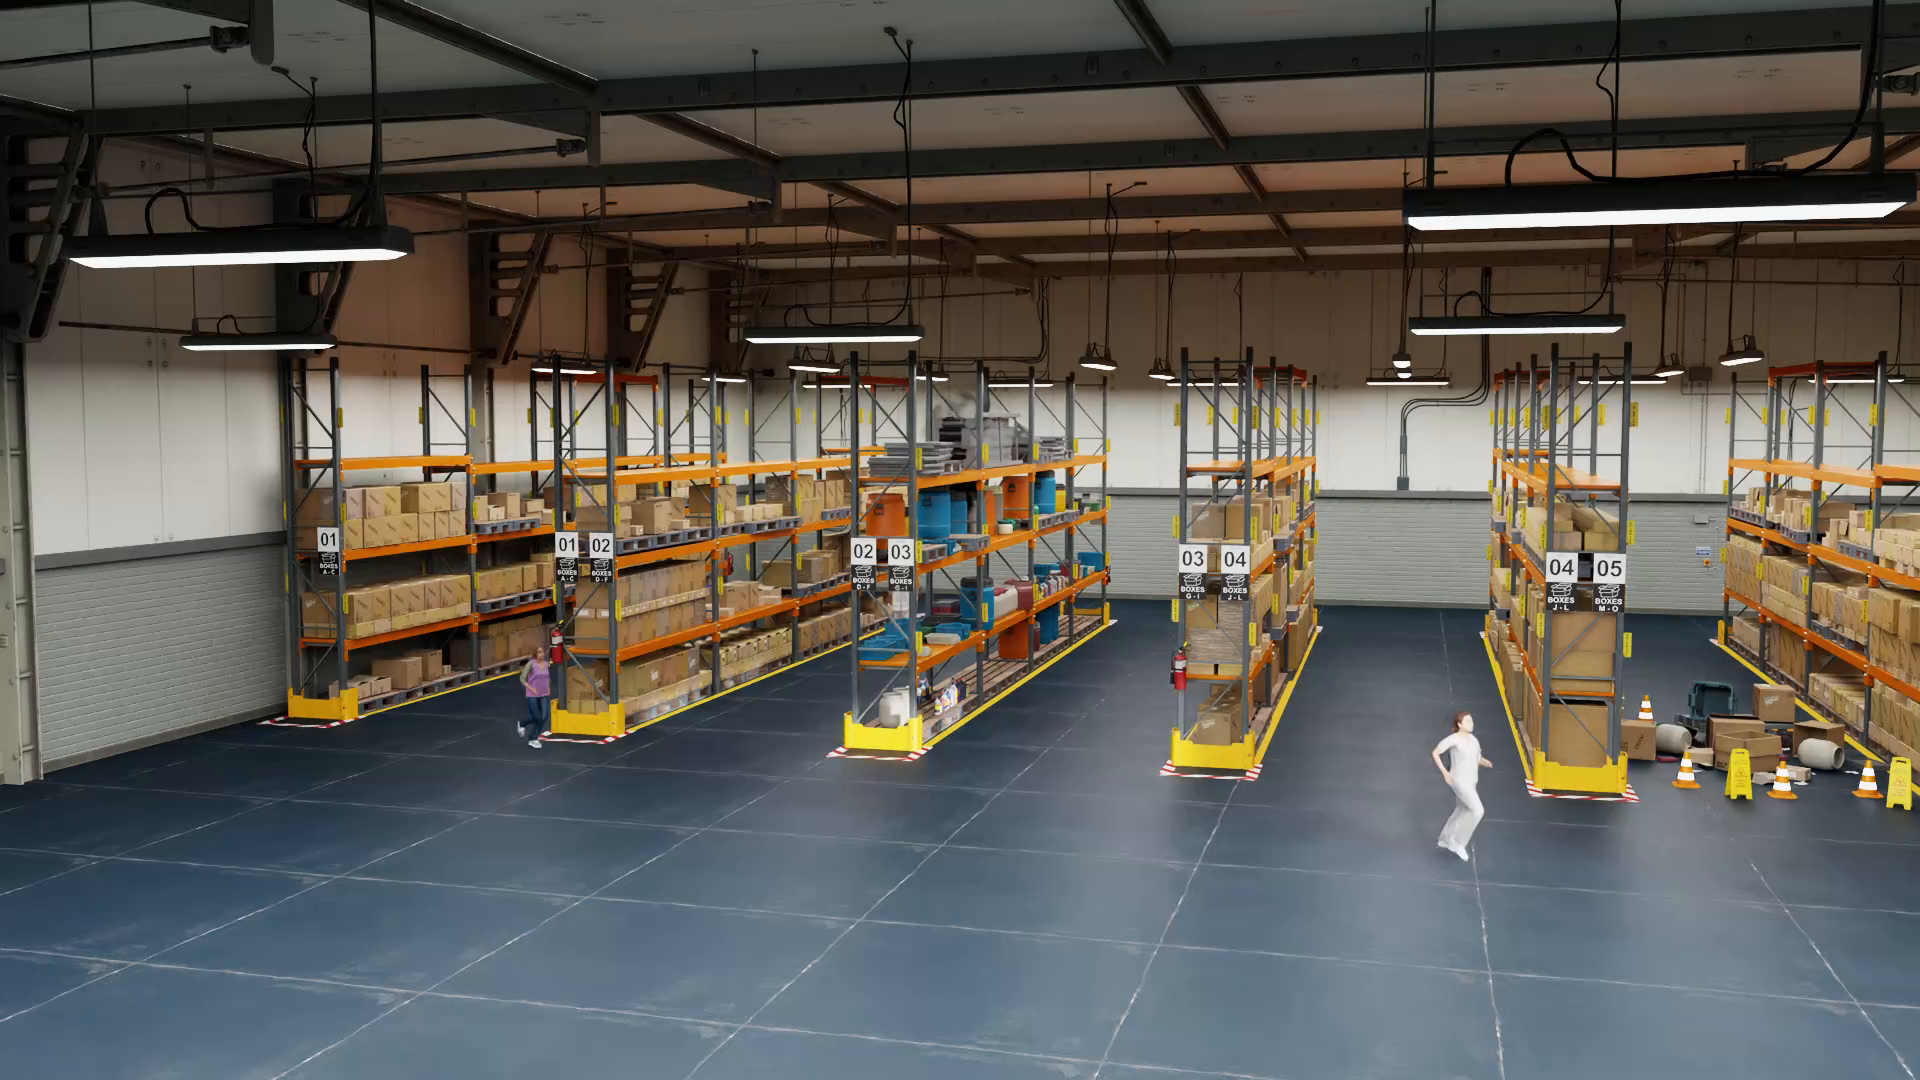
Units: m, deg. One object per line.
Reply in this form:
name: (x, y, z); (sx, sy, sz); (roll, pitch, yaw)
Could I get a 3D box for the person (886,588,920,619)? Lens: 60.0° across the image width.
person: (-1.139, 1.398, 33.523); (0.668, 1.720, 0.637); (1, 4, 9)

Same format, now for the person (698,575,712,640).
person: (-5.394, 1.579, 35.639); (0.596, 1.691, 0.730); (2, 5, 22)

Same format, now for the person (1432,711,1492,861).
person: (5.732, 2.786, 18.903); (0.538, 1.674, 0.686); (-4, 6, -40)

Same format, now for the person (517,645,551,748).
person: (-6.486, 2.376, 25.421); (0.570, 1.542, 0.537); (4, 6, 44)
